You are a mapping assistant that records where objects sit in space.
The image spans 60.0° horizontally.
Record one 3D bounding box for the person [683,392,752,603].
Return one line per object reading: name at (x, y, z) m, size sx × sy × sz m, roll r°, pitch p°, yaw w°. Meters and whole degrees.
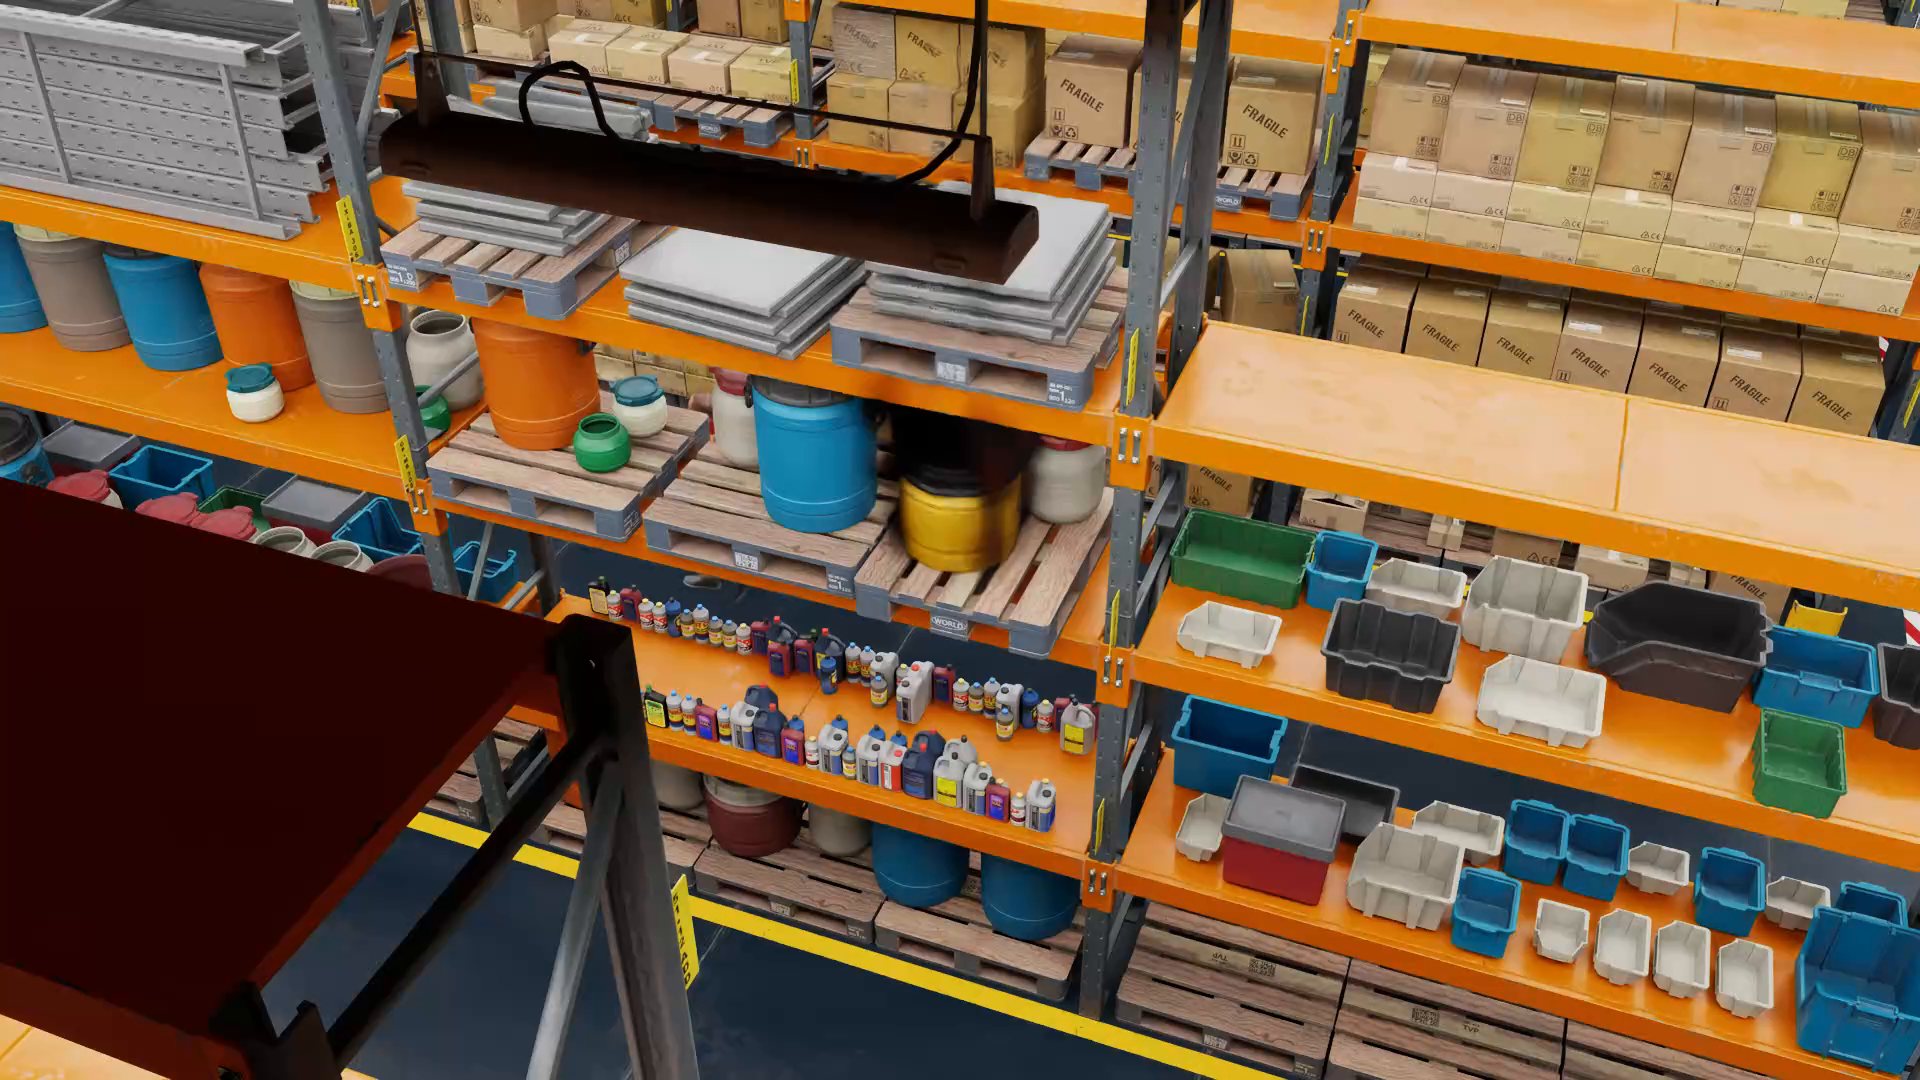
person at (-1.781, -0.287, 11.884) m, size 0.660 × 1.731 × 0.657 m, roll 14°, pitch 39°, yaw 18°
